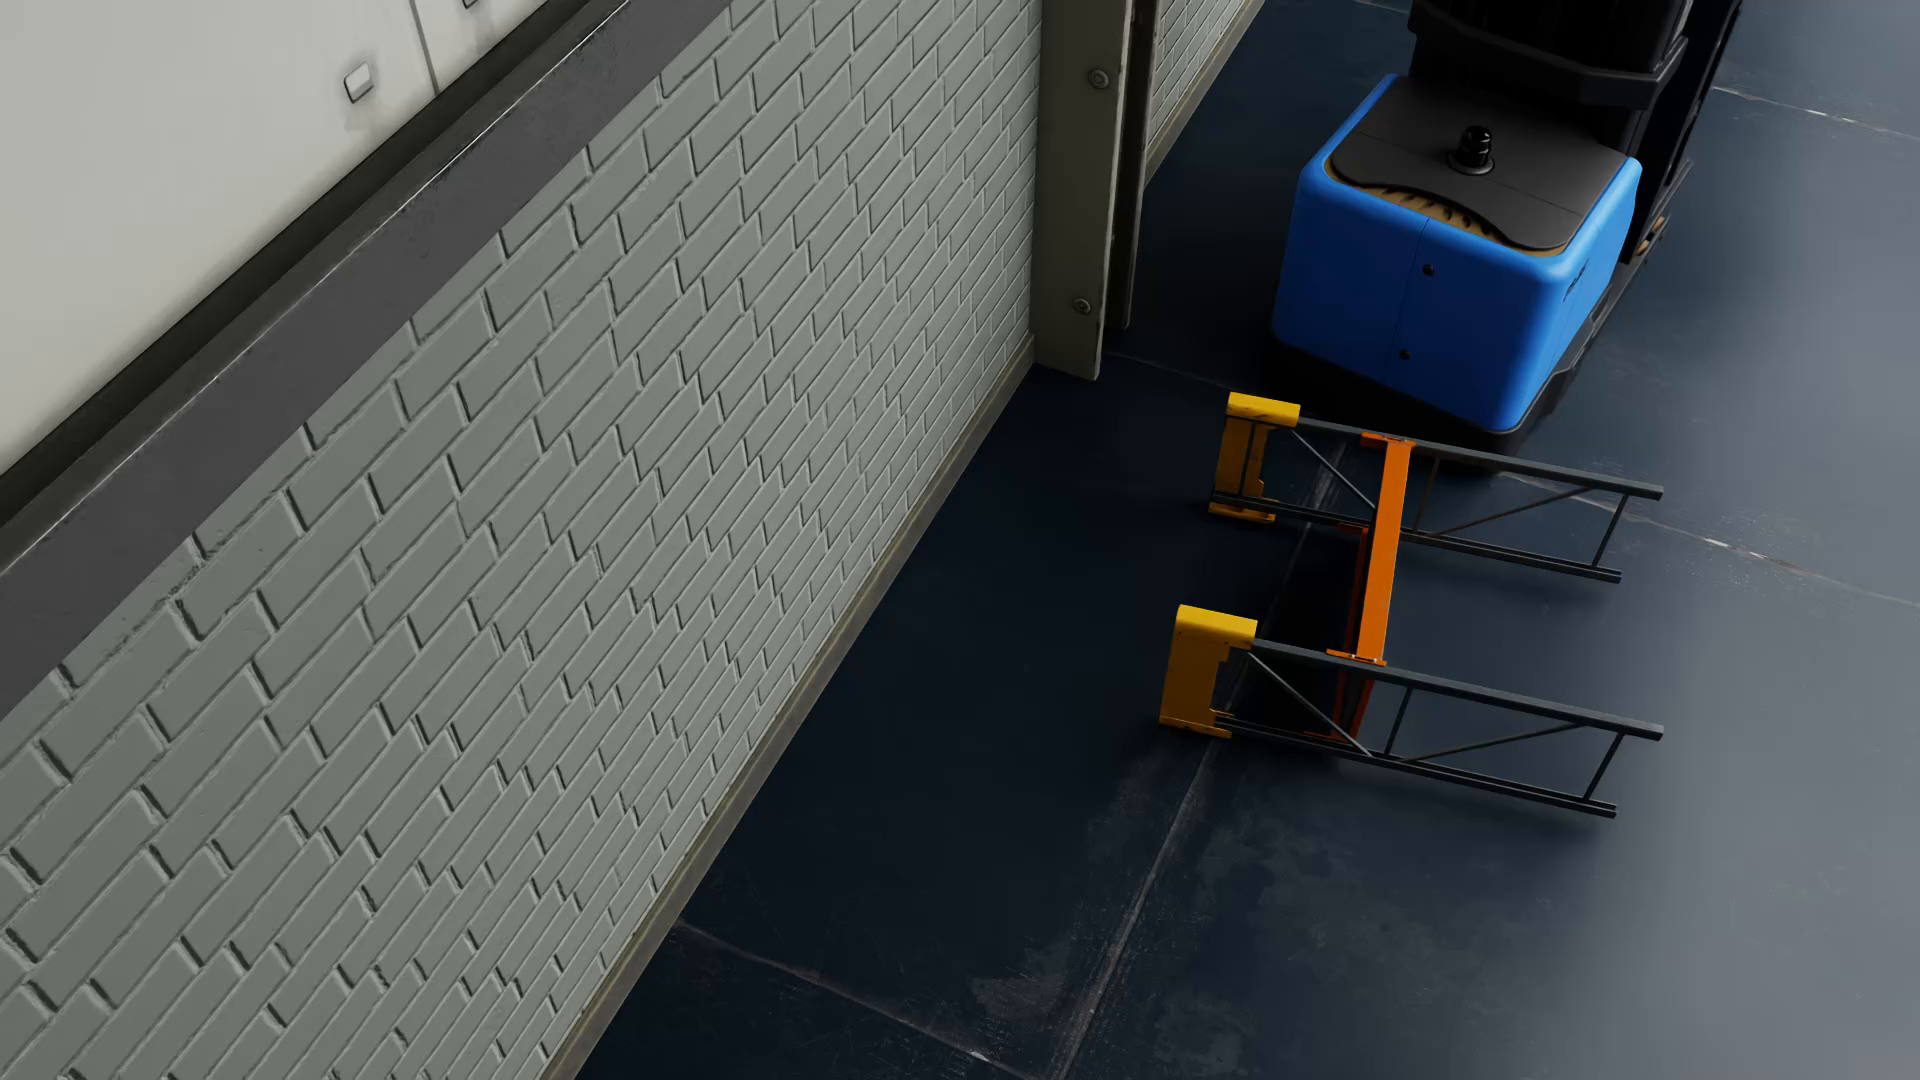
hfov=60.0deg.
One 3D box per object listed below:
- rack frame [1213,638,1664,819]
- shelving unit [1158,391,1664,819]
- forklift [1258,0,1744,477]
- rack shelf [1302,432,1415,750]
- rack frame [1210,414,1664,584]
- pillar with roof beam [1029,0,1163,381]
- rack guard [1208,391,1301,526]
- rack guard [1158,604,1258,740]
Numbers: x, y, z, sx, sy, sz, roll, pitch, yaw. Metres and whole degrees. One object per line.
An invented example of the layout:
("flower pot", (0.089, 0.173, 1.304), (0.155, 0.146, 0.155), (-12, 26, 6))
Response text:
("rack frame", (1.406, 0.583, 5.352), (1.500, 0.500, 0.032), (12, 51, 10))
("shelving unit", (1.543, 0.202, 5.676), (1.500, 0.587, 1.083), (12, 51, 10))
("forklift", (2.454, -2.288, 6.273), (1.130, 2.935, 3.031), (27, 55, 21))
("rack shelf", (1.367, 0.172, 5.700), (0.185, 0.538, 1.000), (12, 51, 10))
("rack frame", (1.675, -0.164, 5.988), (1.500, 0.500, 0.032), (12, 51, 10))
("pillar with roof beam", (4.388, -2.351, 2.342), (9.100, 9.000, 0.400), (20, 52, 16))
("rack guard", (1.072, -0.291, 6.092), (0.250, 0.587, 0.087), (12, 51, 10))
("rack guard", (0.809, 0.441, 5.469), (0.250, 0.587, 0.087), (12, 51, 10))
